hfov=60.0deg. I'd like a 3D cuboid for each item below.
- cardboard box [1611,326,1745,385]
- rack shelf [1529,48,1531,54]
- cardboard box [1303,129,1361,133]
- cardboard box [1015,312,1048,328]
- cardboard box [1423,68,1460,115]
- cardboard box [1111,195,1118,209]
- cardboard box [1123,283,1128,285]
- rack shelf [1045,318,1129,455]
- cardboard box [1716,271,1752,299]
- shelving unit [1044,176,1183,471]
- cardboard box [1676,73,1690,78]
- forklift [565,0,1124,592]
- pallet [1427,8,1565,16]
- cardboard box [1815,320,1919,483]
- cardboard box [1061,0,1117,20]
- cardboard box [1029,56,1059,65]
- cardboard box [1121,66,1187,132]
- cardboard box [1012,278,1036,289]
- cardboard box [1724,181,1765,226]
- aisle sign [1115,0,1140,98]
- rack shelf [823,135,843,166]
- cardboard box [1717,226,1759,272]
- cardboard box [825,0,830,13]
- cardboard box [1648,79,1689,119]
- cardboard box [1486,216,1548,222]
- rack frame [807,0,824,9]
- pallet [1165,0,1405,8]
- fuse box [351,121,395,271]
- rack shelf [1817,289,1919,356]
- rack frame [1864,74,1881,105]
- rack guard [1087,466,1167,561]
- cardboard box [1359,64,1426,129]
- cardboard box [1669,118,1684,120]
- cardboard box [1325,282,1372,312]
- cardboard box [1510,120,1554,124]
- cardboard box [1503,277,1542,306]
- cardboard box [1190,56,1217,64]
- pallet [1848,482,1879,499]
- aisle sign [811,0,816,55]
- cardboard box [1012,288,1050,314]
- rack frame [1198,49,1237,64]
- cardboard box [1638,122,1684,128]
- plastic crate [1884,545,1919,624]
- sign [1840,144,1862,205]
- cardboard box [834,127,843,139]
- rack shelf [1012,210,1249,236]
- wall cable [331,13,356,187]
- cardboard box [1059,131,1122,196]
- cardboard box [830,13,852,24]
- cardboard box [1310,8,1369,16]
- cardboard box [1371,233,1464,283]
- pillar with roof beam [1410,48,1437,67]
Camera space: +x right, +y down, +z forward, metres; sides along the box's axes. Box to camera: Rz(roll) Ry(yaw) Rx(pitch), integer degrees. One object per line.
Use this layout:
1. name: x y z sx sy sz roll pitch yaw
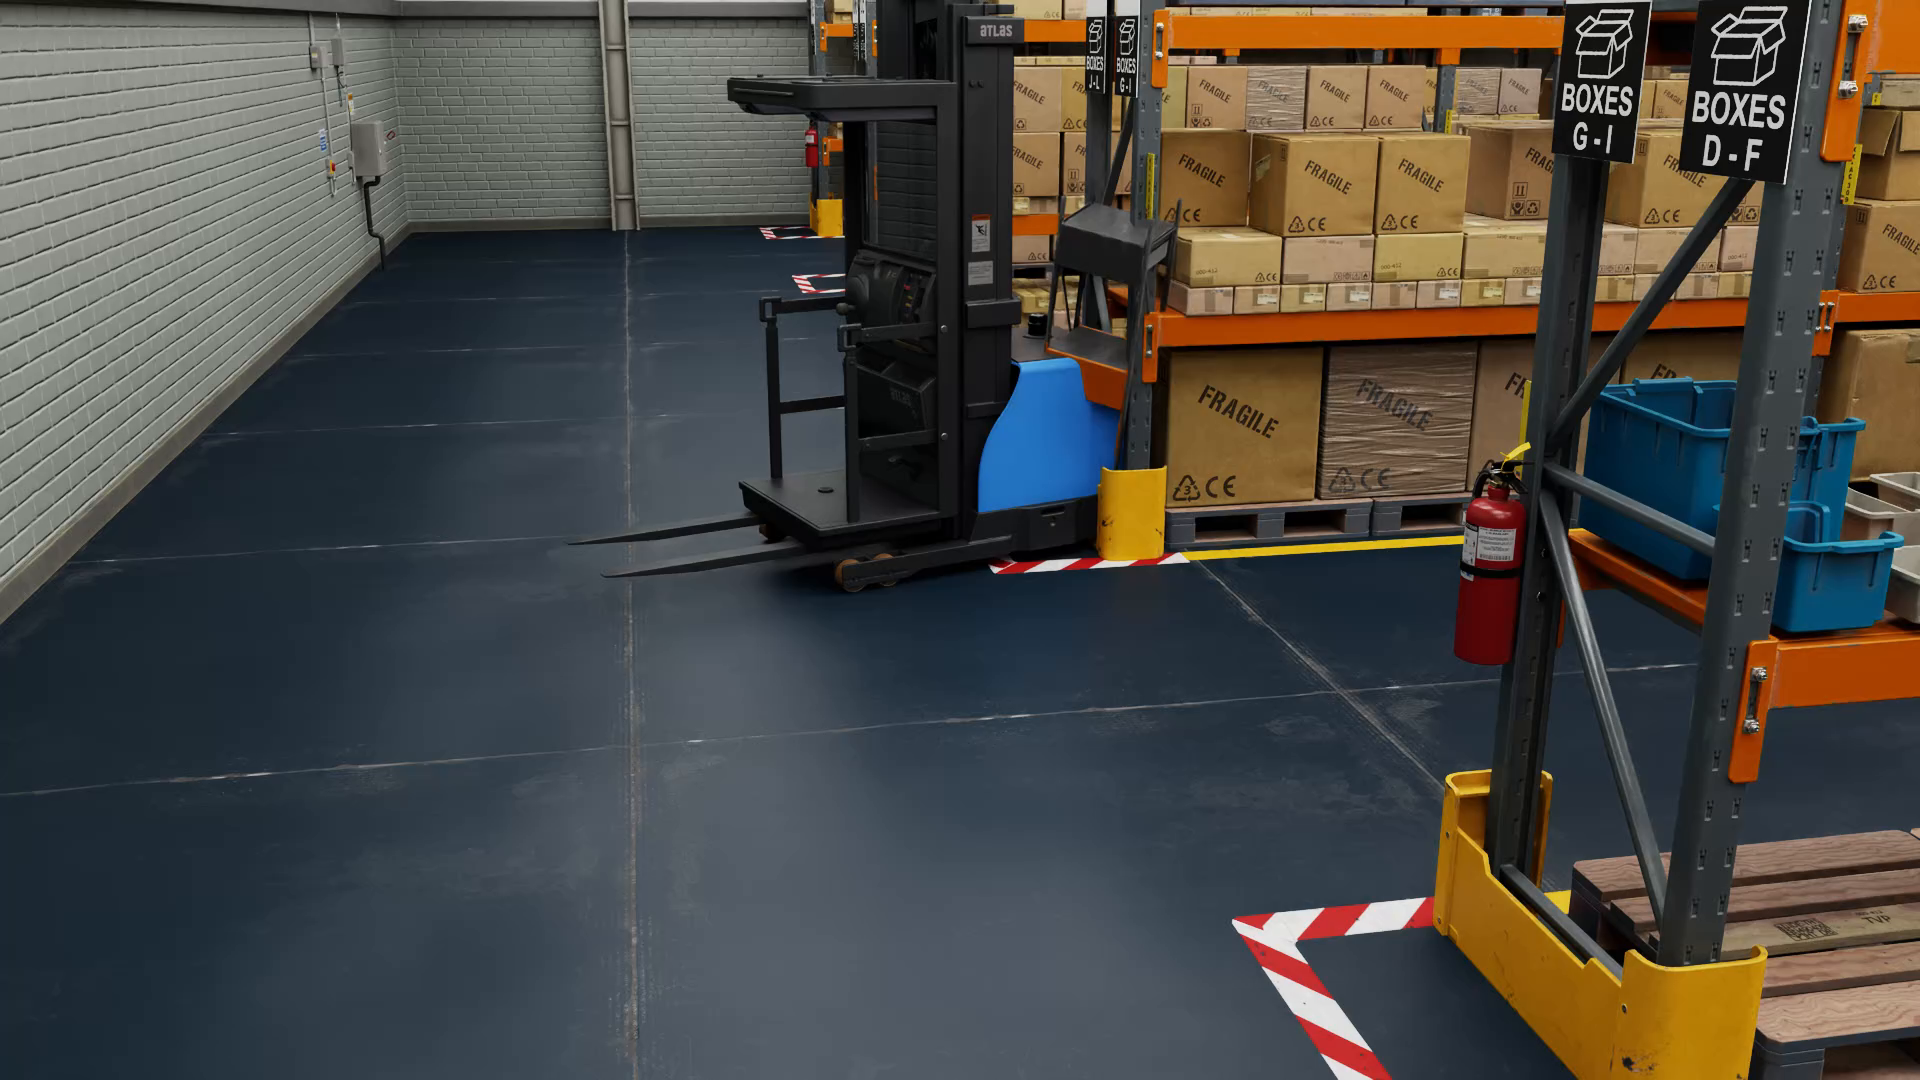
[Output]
1. cardboard box: 4.125 -0.889 10.000 0.875 0.875 0.875 -3 17 -10
2. rack shelf: 8.799 -5.998 19.849 4.000 0.370 1.077 -3 17 -10
3. cardboard box: 3.015 -3.206 13.964 0.500 0.500 0.500 -4 17 -12
4. cardboard box: 0.582 -1.865 13.910 0.250 0.149 0.380 -3 17 -8
5. cardboard box: 5.387 -5.162 19.136 0.500 0.500 0.500 -3 17 -10
6. cardboard box: 1.144 -2.813 13.790 0.250 0.149 0.380 -2 17 -8
7. cardboard box: 1.498 -2.231 14.593 0.250 0.149 0.380 -3 17 -8
8. rack shelf: 0.745 -0.839 9.021 0.480 0.518 0.431 20 34 22
9. cardboard box: 4.298 -1.472 9.422 0.250 0.149 0.380 -3 17 -9
10. shelving unit: 0.746 -0.850 9.014 0.503 2.100 0.431 20 34 22
11. cardboard box: 10.948 -6.925 24.968 0.250 0.149 0.380 -3 17 -9
12. forklift: -0.545 -1.313 8.594 3.031 2.935 1.130 -9 19 -28
13. pallet: 4.573 -4.501 14.067 1.003 0.211 1.213 -3 17 -10
14. cardboard box: 5.413 -0.944 10.180 0.875 0.875 1.225 -3 17 -10
15. cardboard box: 1.026 -4.272 13.257 0.500 0.250 0.500 -3 17 -9
16. cardboard box: 0.913 -5.202 18.160 0.250 0.149 0.380 -4 17 -12
17. cardboard box: 1.520 -3.599 13.541 0.500 0.500 0.500 -4 17 -12
18. cardboard box: 0.491 -2.155 14.346 0.250 0.149 0.380 -3 17 -10
19. cardboard box: 4.388 -2.044 9.329 0.500 0.500 0.500 -3 17 -9
20. aisle sign: 0.847 -2.647 8.393 0.004 0.787 0.394 -3 17 -10
21. rack shelf: -0.001 -5.550 23.497 4.000 0.370 1.077 -3 17 -10
22. cardboard box: 4.405 -1.688 9.447 0.500 0.250 0.500 -4 17 -11
23. cardboard box: -1.579 -7.390 22.903 0.500 0.250 0.500 -4 17 -11
24. cardboard box: 8.352 -5.209 19.769 0.500 0.500 0.500 -3 17 -10
25. cardboard box: 3.281 -1.781 9.749 0.500 0.250 0.500 -3 17 -9
26. rack frame: -1.964 -8.650 22.148 0.127 3.000 1.000 -3 17 -10
27. pallet: 1.587 -2.931 8.786 1.213 0.211 1.003 -3 17 -10
28. fuse box: -6.806 -4.028 19.513 0.414 1.711 0.539 -3 17 -10
29. rack shelf: 6.752 -1.485 10.263 4.000 0.370 1.077 -3 17 -10
30. rack frame: 7.874 -3.376 15.194 0.127 3.000 1.000 -3 17 -10
31. rack guard: 0.837 -0.298 9.432 0.348 0.500 1.175 -3 17 -10
32. cardboard box: 3.536 -3.717 13.924 0.500 0.500 0.500 -4 17 -12
33. cardboard box: 6.618 -3.728 15.041 0.250 0.149 0.380 -4 18 -13
34. cardboard box: 2.031 -1.343 9.004 0.250 0.149 0.380 -4 17 -11
35. cardboard box: 5.079 -3.640 14.755 0.250 0.149 0.380 -3 17 -11
36. cardboard box: 3.039 -1.400 9.190 0.250 0.149 0.380 -3 17 -10
37. cardboard box: 2.666 -5.301 18.485 0.250 0.149 0.380 -4 17 -12
38. pallet: 5.532 -0.449 10.415 1.213 0.211 1.003 -3 17 -10
39. aisle sign: -1.976 -6.936 22.359 0.004 0.787 0.394 -3 17 -10
40. cardboard box: 0.598 -1.984 13.789 0.250 0.149 0.380 -4 18 -13
41. rack frame: 2.908 -4.574 19.096 0.127 3.000 1.000 -3 17 -10
42. cardboard box: 4.270 -2.193 9.816 0.500 0.500 0.500 -3 17 -10
43. plastic crate: 2.436 0.118 4.167 0.298 0.136 0.250 -3 17 -10
44. sign: 4.895 -2.009 9.135 0.005 0.325 0.100 -3 17 -10
45. cardboard box: -1.589 -5.601 22.868 0.250 0.149 0.380 -3 17 -11
46. rack shelf: 1.983 -2.698 14.211 4.000 0.370 1.077 -3 17 -10
47. wall cable: -6.831 -4.925 18.506 0.122 1.984 0.588 -3 17 -10
48. cardboard box: 1.033 -3.103 13.628 0.500 0.500 0.500 -3 17 -10
49. cardboard box: -1.607 -7.047 22.465 0.250 0.149 0.380 -3 17 -9
50. cardboard box: 3.024 -4.385 13.628 0.500 0.250 0.500 -3 17 -11
51. cardboard box: 2.387 -1.572 9.070 0.500 0.250 0.500 -4 17 -12
52. pillar with roof beam: 7.816 -8.187 20.640 0.400 9.000 9.100 -3 17 -10
